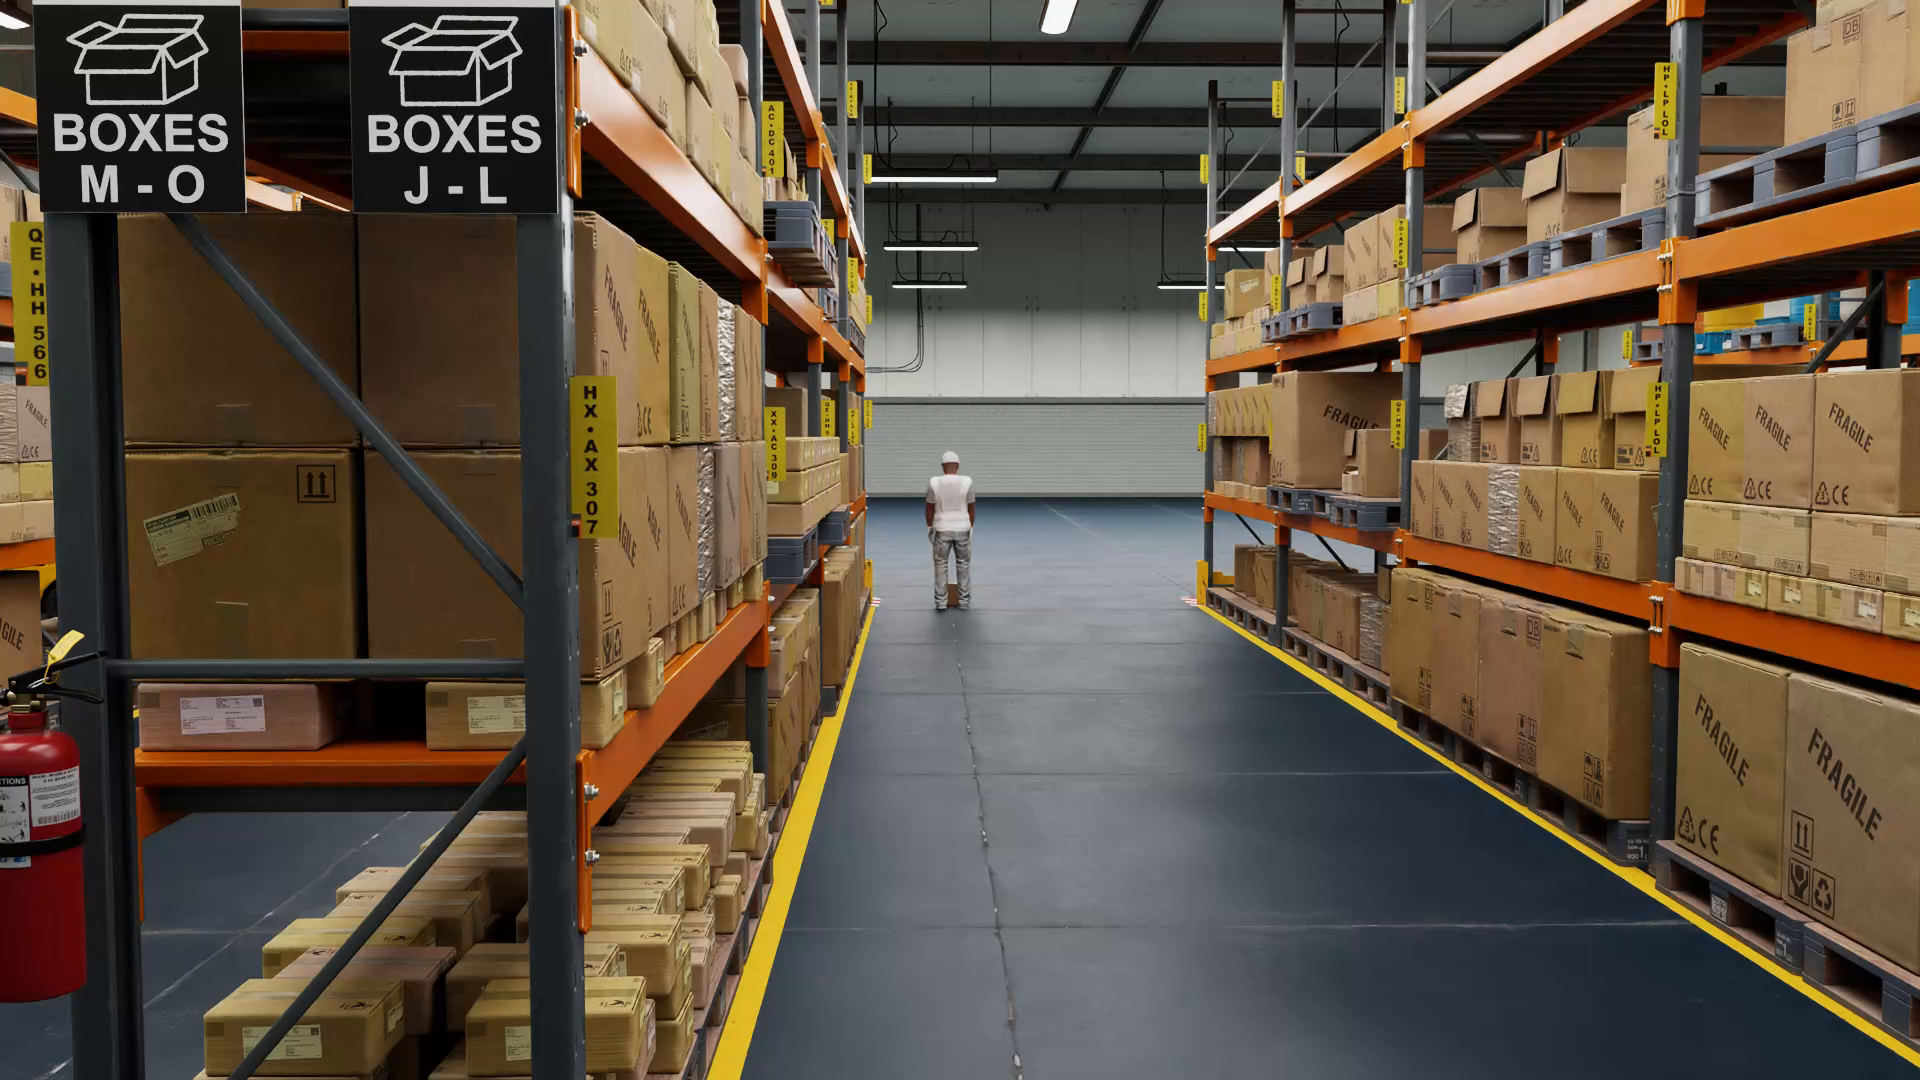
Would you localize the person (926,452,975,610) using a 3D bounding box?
[{"bbox_3d":[-0.109,-0.101,18.740,0.554,1.769,0.379,0,4,0],"label":"person"}]
